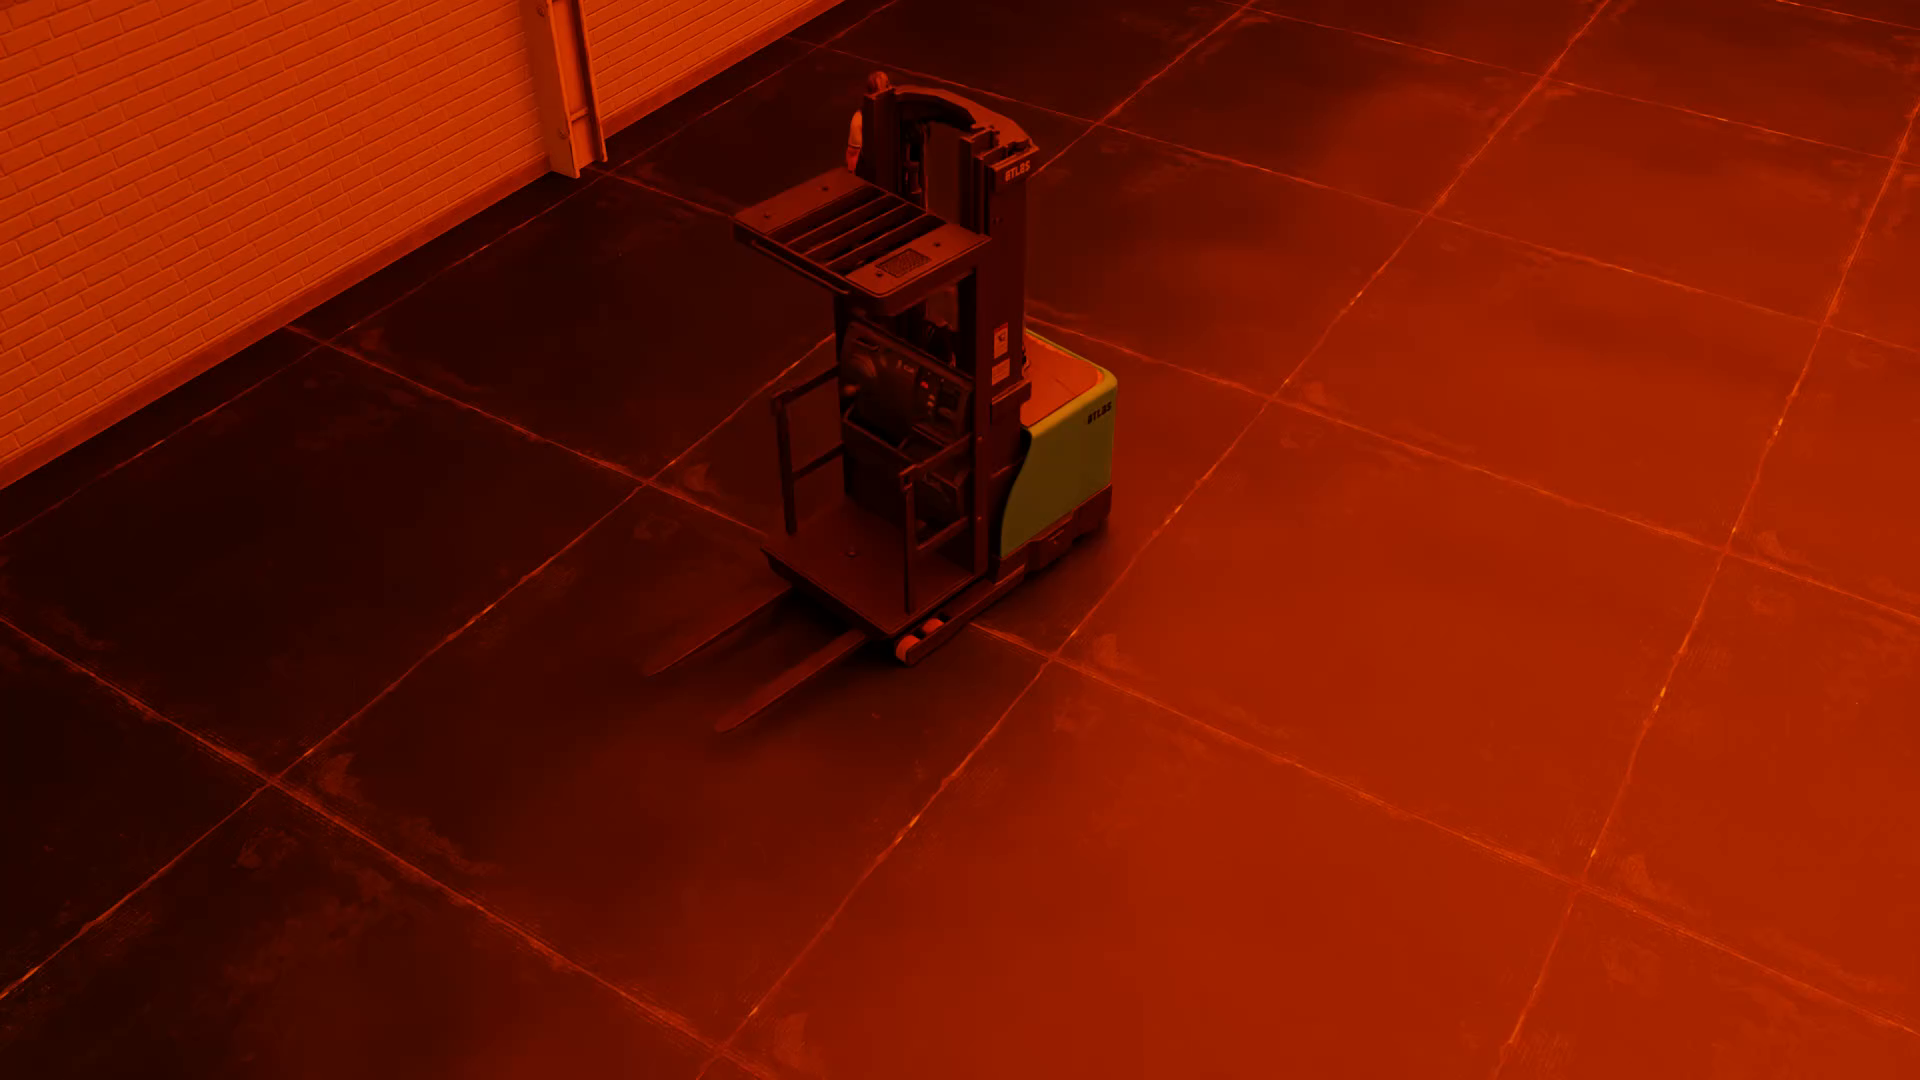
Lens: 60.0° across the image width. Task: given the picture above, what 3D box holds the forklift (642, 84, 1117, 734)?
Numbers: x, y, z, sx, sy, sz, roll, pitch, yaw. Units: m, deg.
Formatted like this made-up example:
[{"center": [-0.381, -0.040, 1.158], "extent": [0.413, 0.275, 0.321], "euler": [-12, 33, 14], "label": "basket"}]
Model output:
[{"center": [-0.446, -0.791, 8.900], "extent": [1.130, 2.935, 3.031], "euler": [32, 50, 32], "label": "forklift"}]

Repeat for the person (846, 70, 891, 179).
[{"center": [-0.545, -2.685, 12.129], "extent": [0.573, 1.661, 0.475], "euler": [-5, 41, -6], "label": "person"}]
